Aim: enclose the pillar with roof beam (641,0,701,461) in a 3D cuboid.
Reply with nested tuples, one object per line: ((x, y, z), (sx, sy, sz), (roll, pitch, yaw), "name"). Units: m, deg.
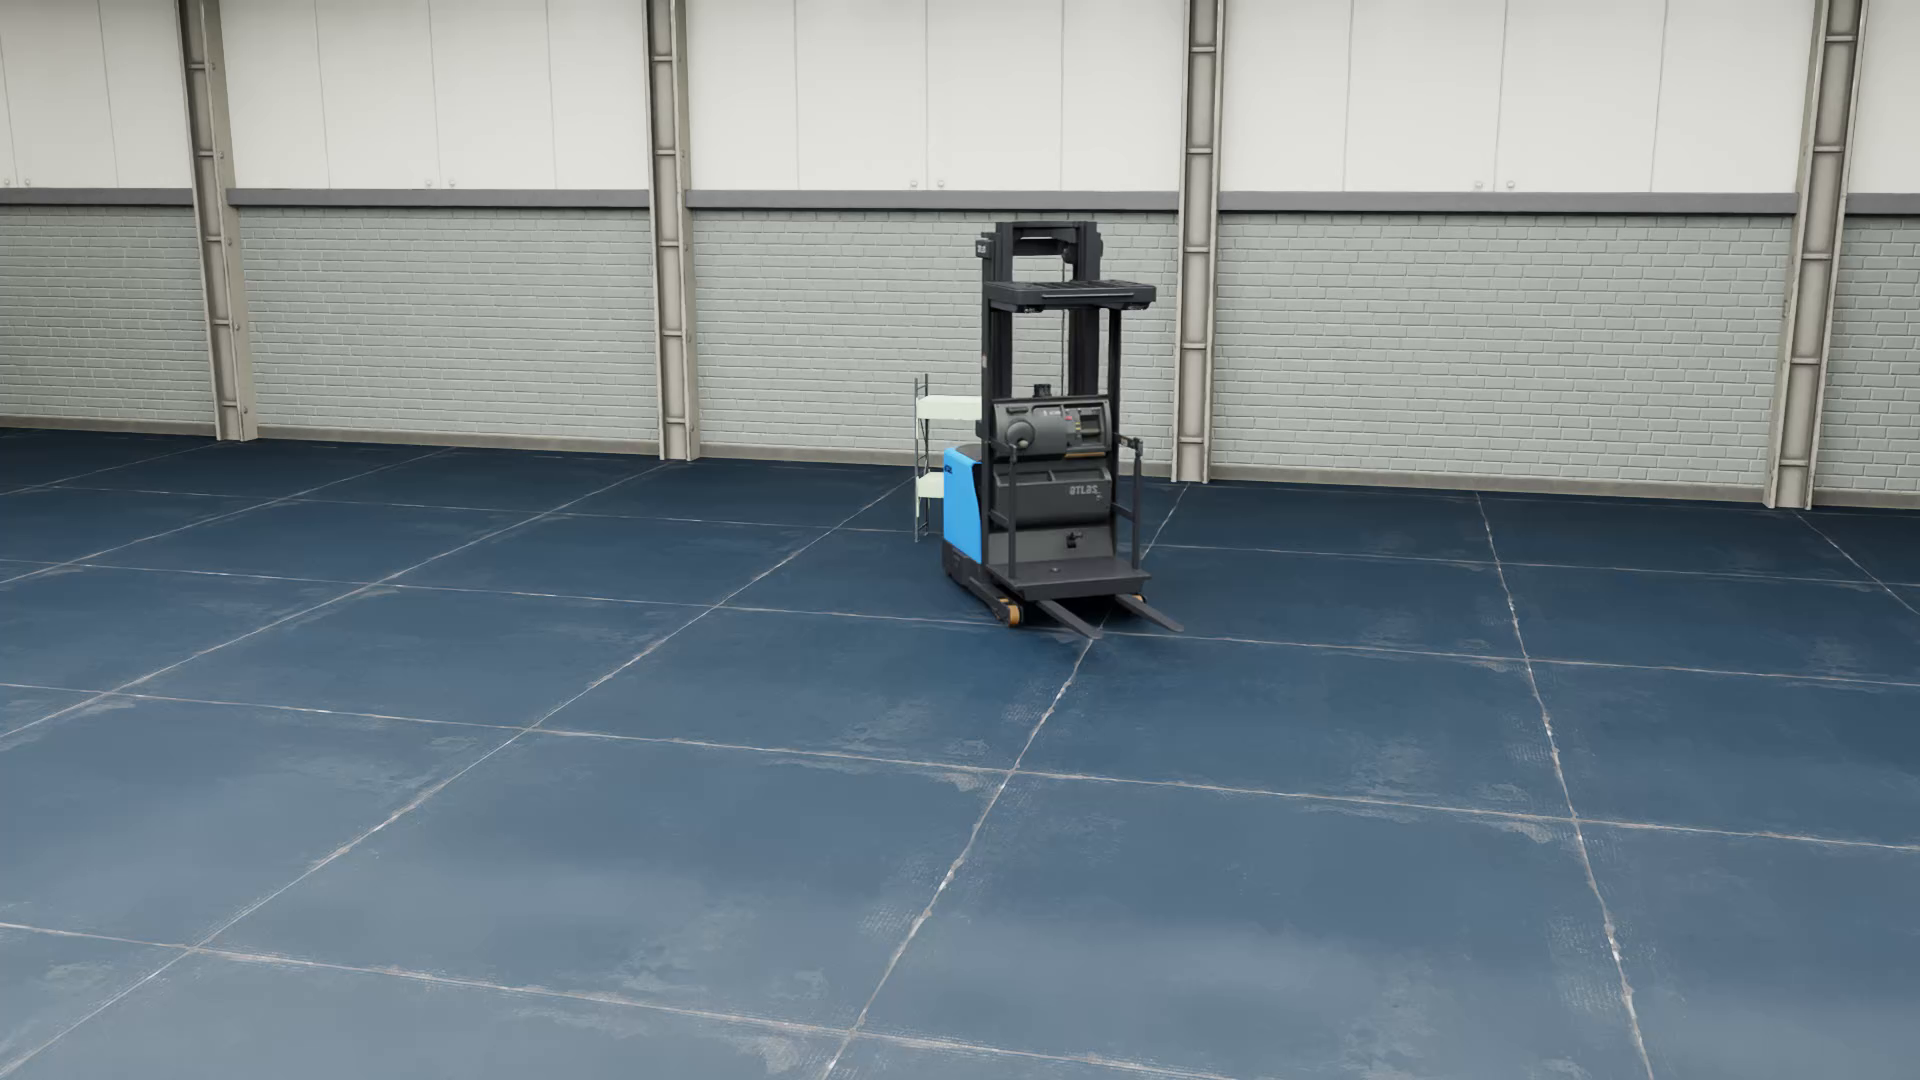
((-4.330, -4.455, 14.556), (0.400, 9.000, 9.100), (3, 13, 14), "pillar with roof beam")

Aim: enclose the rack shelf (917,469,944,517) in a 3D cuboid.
((0.006, -0.414, 15.157), (0.720, 0.370, 0.431), (3, 13, 14), "rack shelf")

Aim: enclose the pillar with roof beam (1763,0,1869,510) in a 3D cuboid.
((7.321, -3.833, 11.749), (0.400, 9.000, 9.100), (3, 13, 14), "pillar with roof beam")

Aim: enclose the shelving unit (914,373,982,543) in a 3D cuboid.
((0.006, -0.732, 15.086), (0.755, 1.500, 0.431), (3, 13, 14), "shelving unit")

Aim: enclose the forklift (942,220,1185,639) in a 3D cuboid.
((0.775, -0.883, 12.461), (1.130, 2.935, 3.031), (-4, 13, -17), "forklift")

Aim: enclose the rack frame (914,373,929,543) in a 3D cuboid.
((-0.349, -0.751, 15.172), (0.023, 1.500, 0.400), (3, 13, 14), "rack frame")

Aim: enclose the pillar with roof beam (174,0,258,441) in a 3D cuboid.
((-10.155, -4.767, 15.959), (0.400, 9.000, 9.100), (3, 13, 14), "pillar with roof beam")

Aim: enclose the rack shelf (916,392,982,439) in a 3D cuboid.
((0.006, -1.113, 15.001), (0.720, 0.370, 0.431), (3, 13, 14), "rack shelf")

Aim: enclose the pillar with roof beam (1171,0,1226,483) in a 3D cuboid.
((1.496, -4.144, 13.153), (0.400, 9.000, 9.100), (3, 13, 14), "pillar with roof beam")
